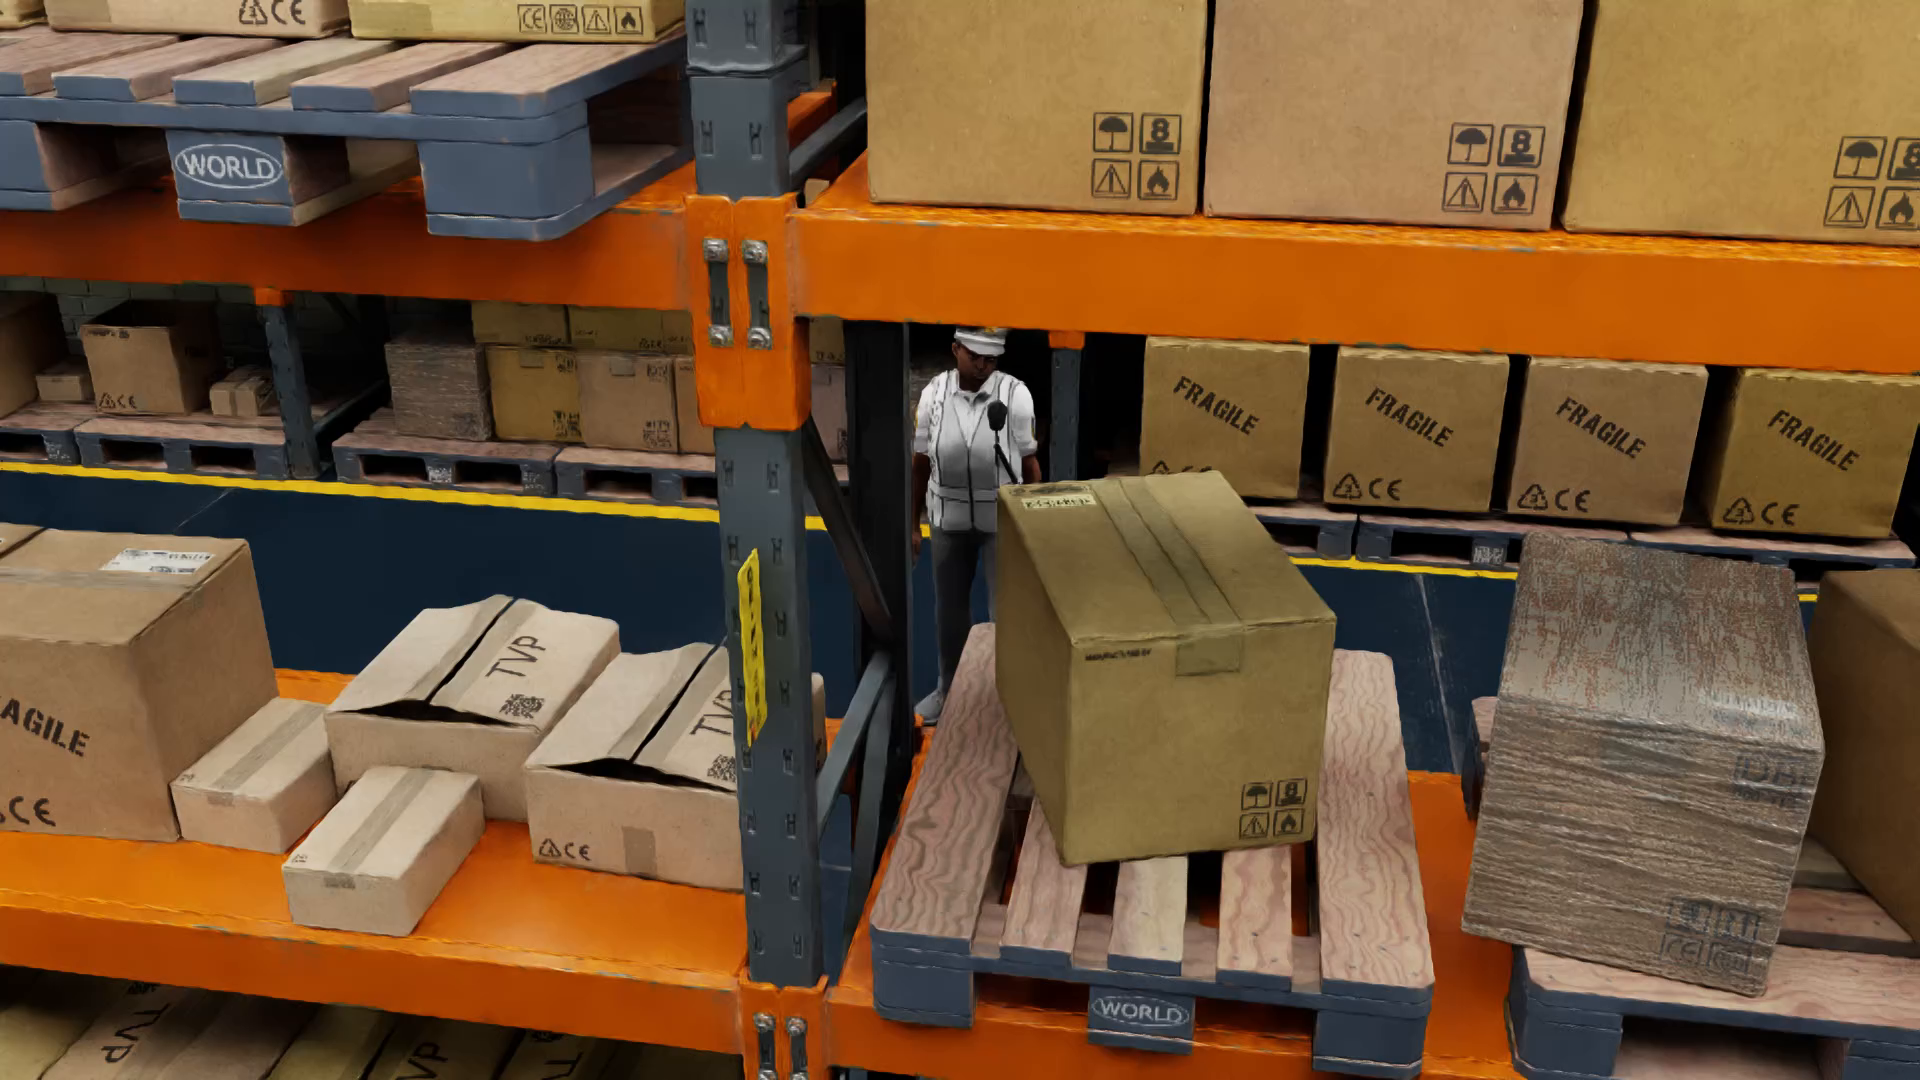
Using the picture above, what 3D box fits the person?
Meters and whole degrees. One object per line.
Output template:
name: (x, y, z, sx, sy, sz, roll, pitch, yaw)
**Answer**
person: (0.055, -0.036, 6.122, 0.527, 1.681, 0.440, 5, 26, 11)
